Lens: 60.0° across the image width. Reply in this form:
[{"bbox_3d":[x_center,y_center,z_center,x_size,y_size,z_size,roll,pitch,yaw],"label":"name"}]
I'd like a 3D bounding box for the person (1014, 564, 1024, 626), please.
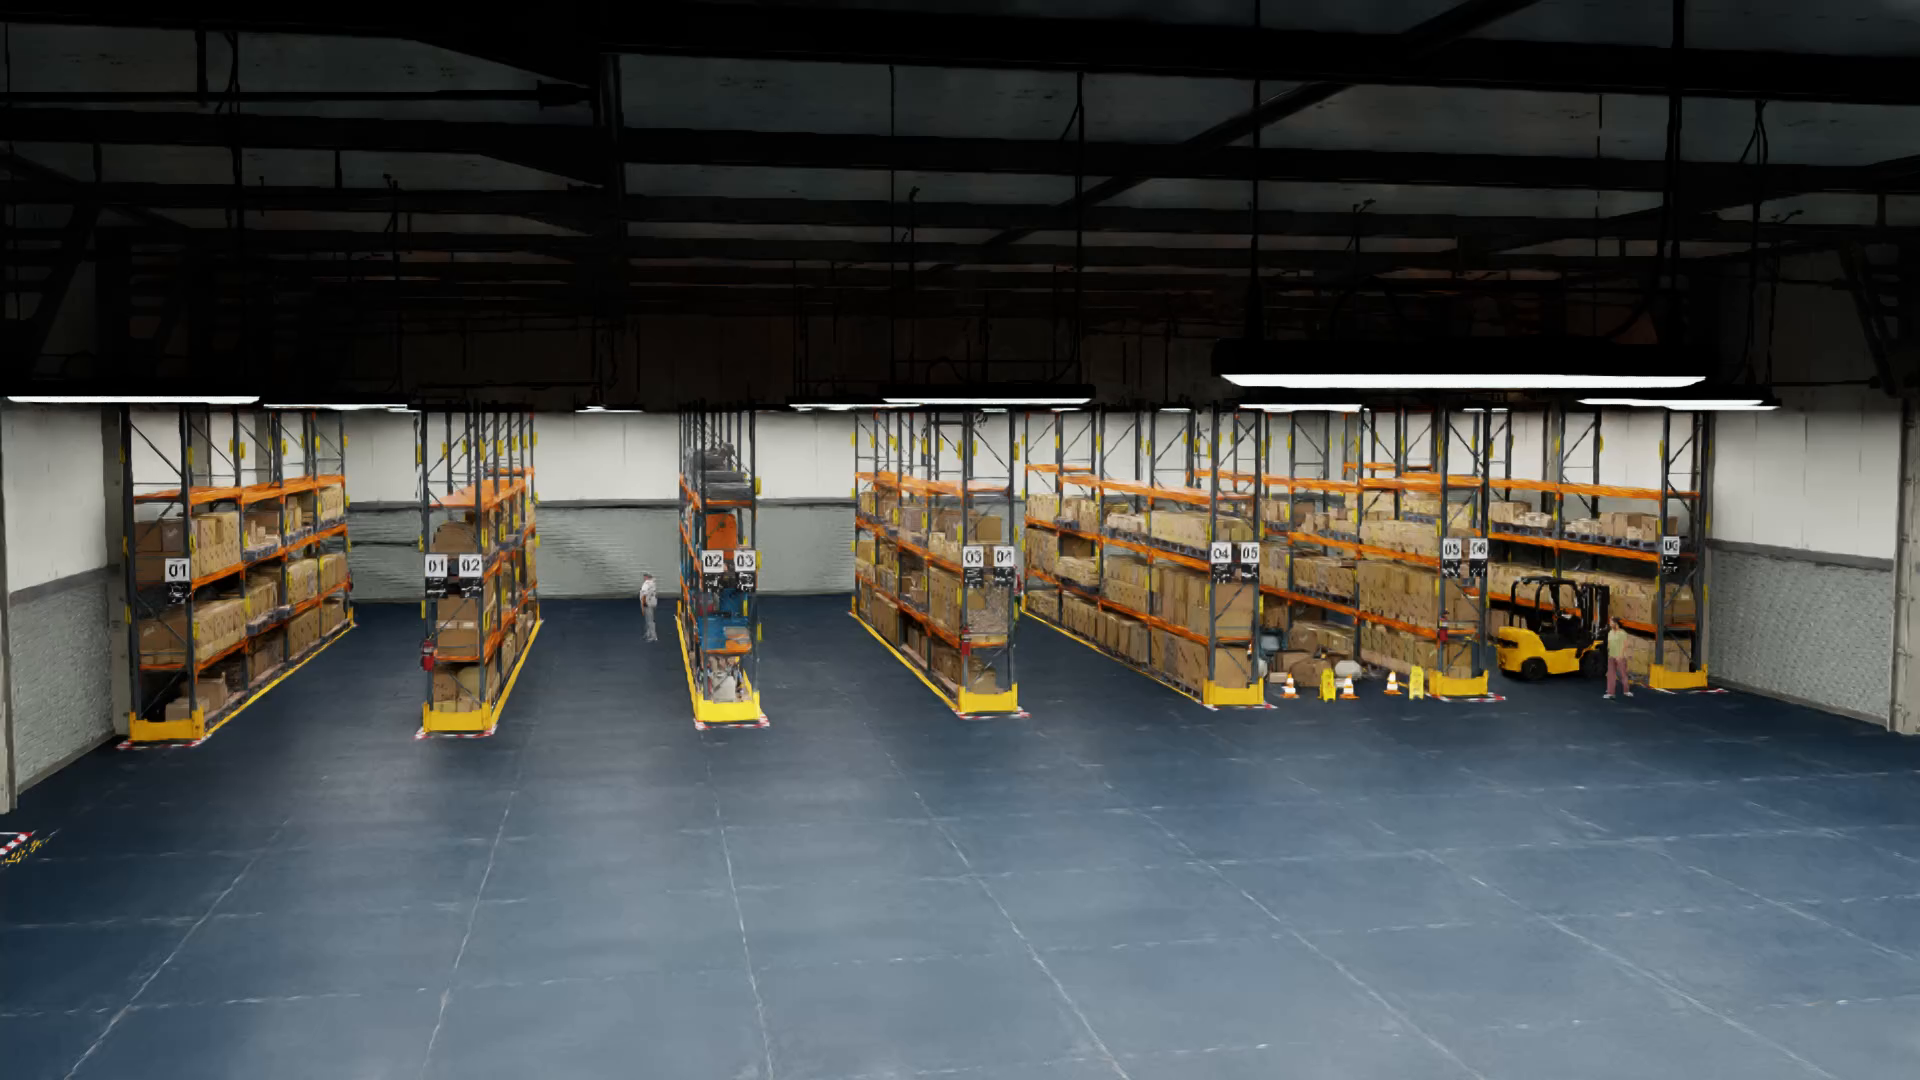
[{"bbox_3d":[1.395,1.481,44.815,0.678,1.741,0.546,-1,4,-13],"label":"person"}]

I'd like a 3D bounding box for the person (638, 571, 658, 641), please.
[{"bbox_3d":[-7.904,1.662,42.059,0.591,1.745,0.651,1,4,12],"label":"person"}]

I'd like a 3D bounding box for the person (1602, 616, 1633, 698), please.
[{"bbox_3d":[13.311,2.359,33.620,0.702,1.664,0.481,-4,6,-40],"label":"person"}]
